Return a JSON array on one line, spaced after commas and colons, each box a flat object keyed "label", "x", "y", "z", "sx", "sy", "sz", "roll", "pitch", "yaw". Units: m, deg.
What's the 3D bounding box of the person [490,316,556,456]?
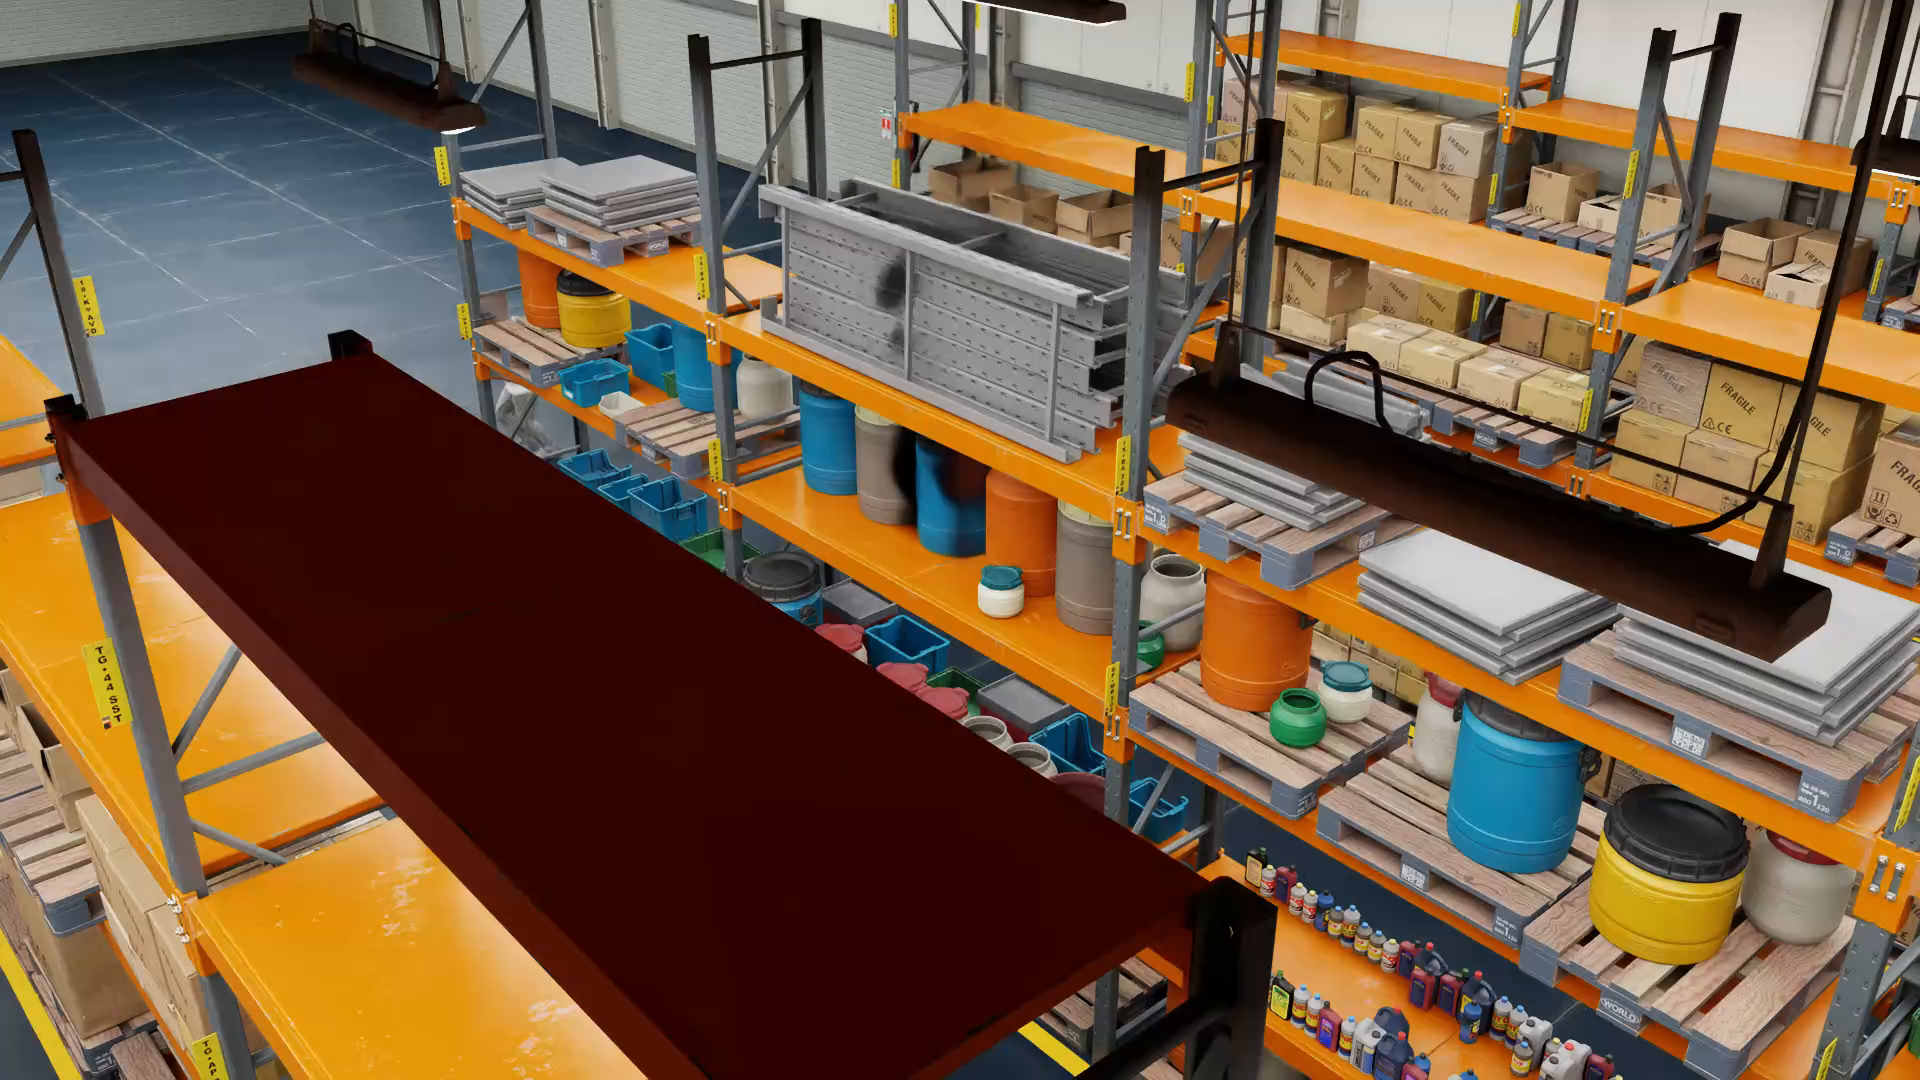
[{"label": "person", "x": -5.062, "y": -1.721, "z": 19.022, "sx": 0.697, "sy": 1.766, "sz": 0.674, "roll": -10, "pitch": 29, "yaw": -19}]
